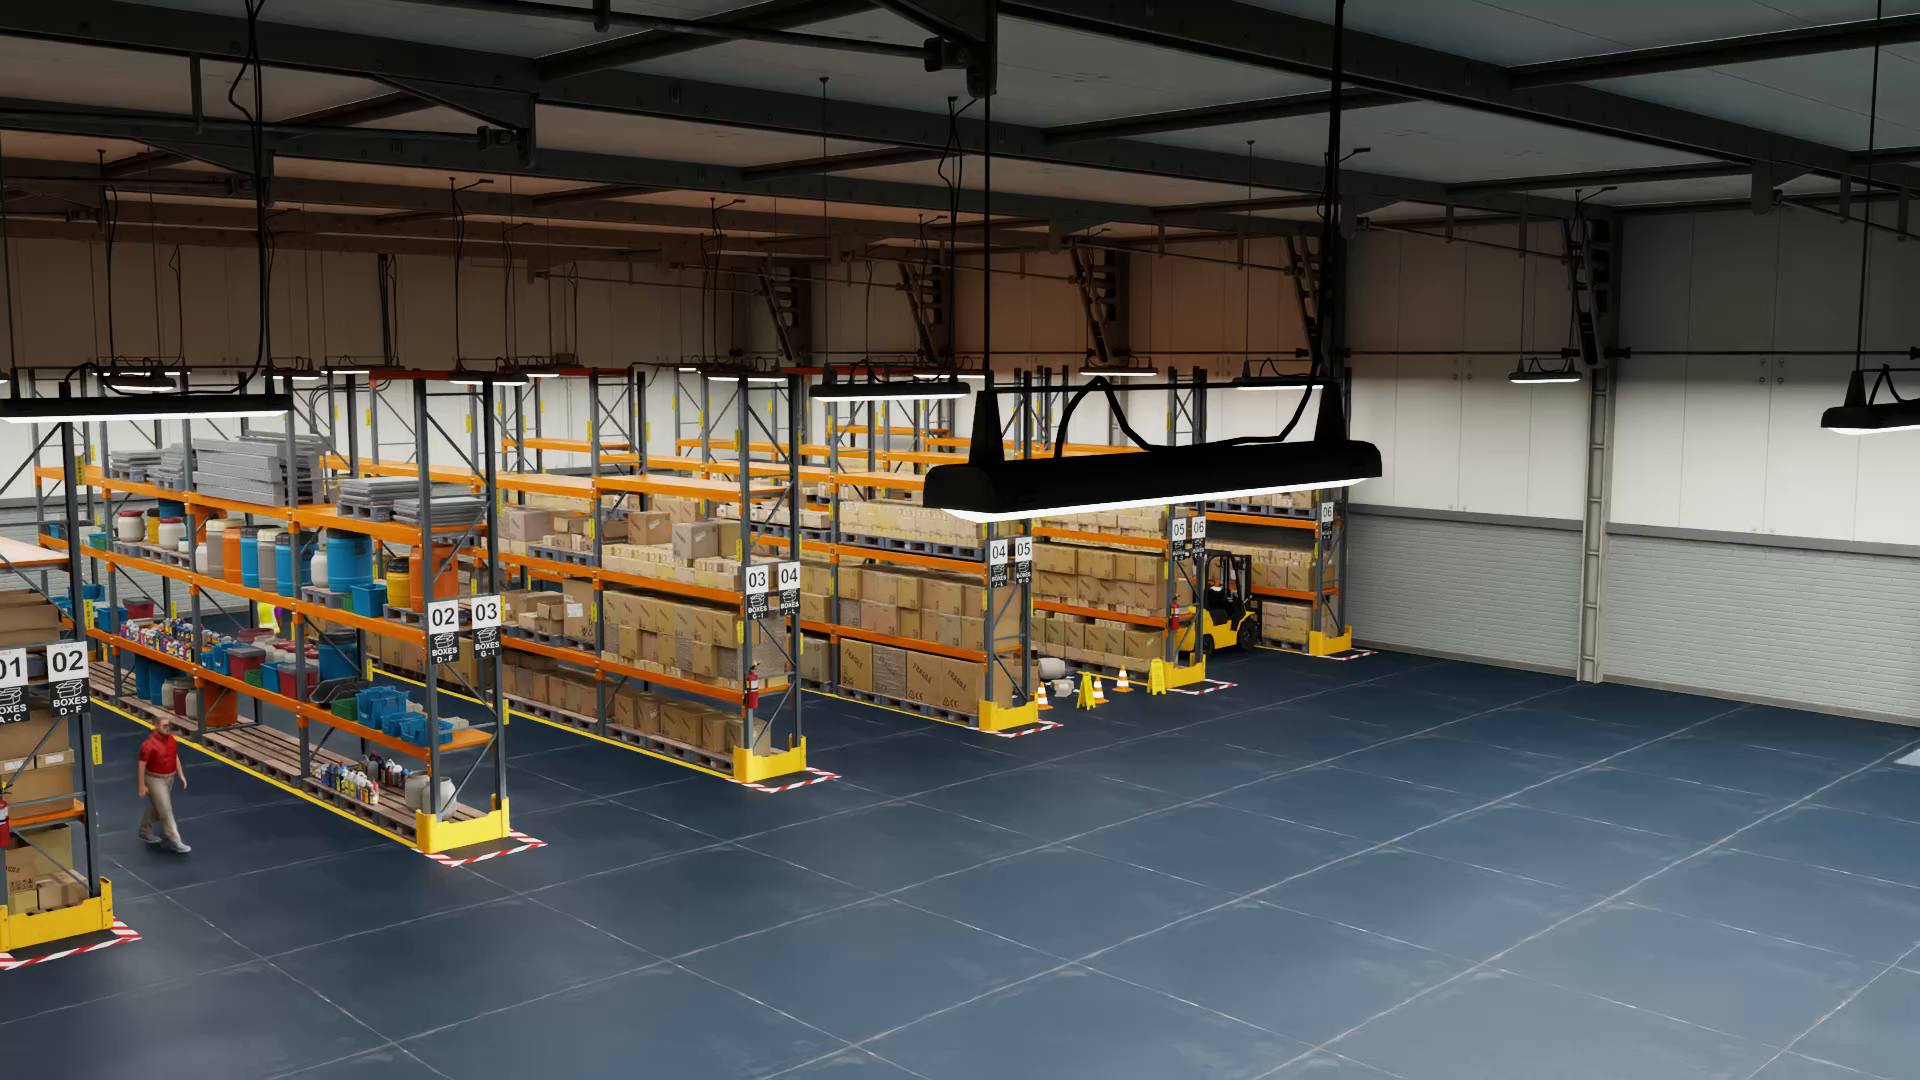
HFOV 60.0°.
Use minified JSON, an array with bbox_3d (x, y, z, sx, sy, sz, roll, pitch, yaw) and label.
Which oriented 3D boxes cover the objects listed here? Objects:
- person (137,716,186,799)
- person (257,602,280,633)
[{"bbox_3d":[-10.163,2.749,21.205,0.397,1.019,0.559,1,7,9],"label":"person"},{"bbox_3d":[-13.411,1.369,32.244,0.486,0.869,0.433,-3,7,-26],"label":"person"}]
